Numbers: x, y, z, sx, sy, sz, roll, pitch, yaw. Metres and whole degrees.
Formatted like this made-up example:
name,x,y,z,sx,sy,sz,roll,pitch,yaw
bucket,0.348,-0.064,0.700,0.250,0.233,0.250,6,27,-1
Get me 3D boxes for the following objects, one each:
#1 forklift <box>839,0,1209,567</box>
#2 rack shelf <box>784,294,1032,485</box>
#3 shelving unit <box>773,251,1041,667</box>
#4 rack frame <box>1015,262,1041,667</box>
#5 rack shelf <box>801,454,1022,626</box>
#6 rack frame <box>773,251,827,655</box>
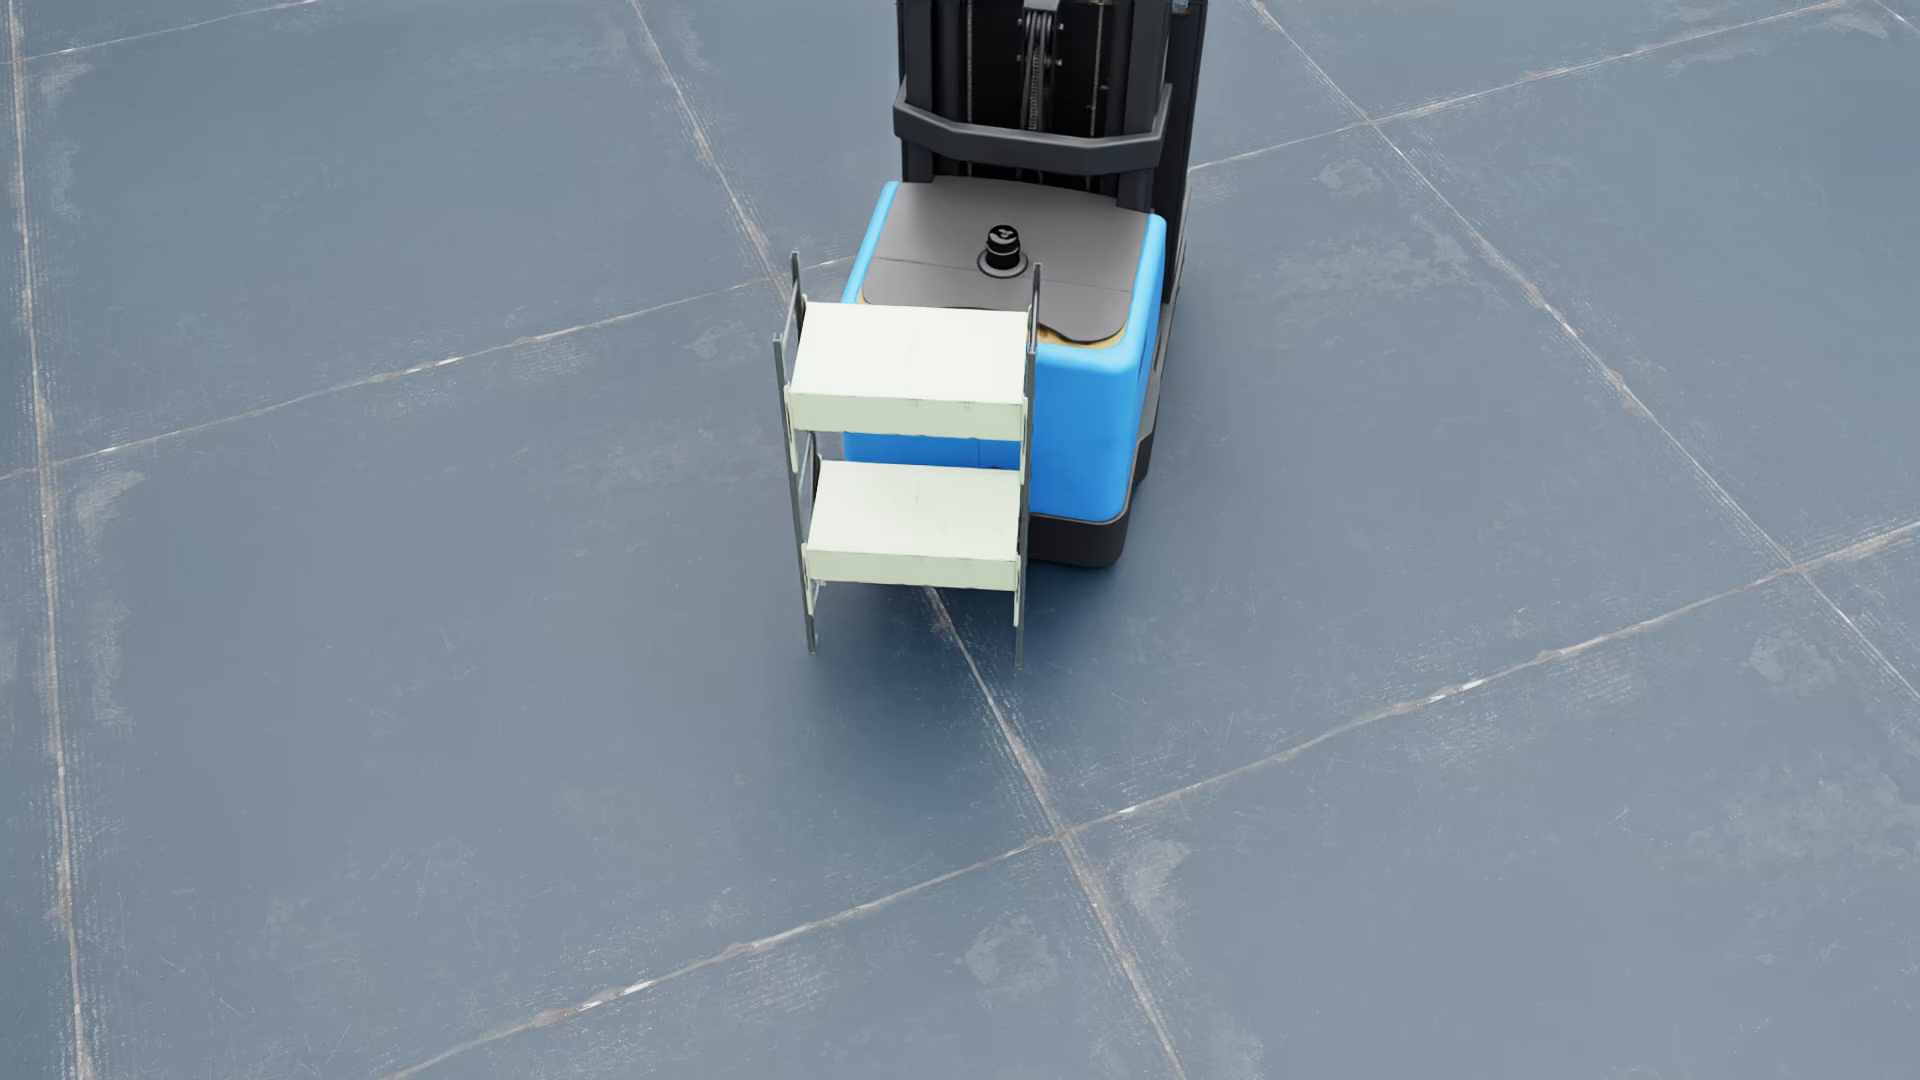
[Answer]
name,x,y,z,sx,sy,sz,roll,pitch,yaw
forklift,0.368,-1.998,6.034,1.130,2.935,3.031,9,50,8
rack shelf,-0.146,-0.466,5.147,0.720,0.370,0.431,3,49,3
shelving unit,-0.146,-0.212,5.444,0.755,1.500,0.431,3,49,3
rack frame,0.219,-0.192,5.427,0.023,1.500,0.400,3,49,3
rack shelf,-0.146,0.000,5.691,0.720,0.370,0.431,3,49,3
rack frame,-0.511,-0.232,5.460,0.023,1.500,0.400,3,49,3
